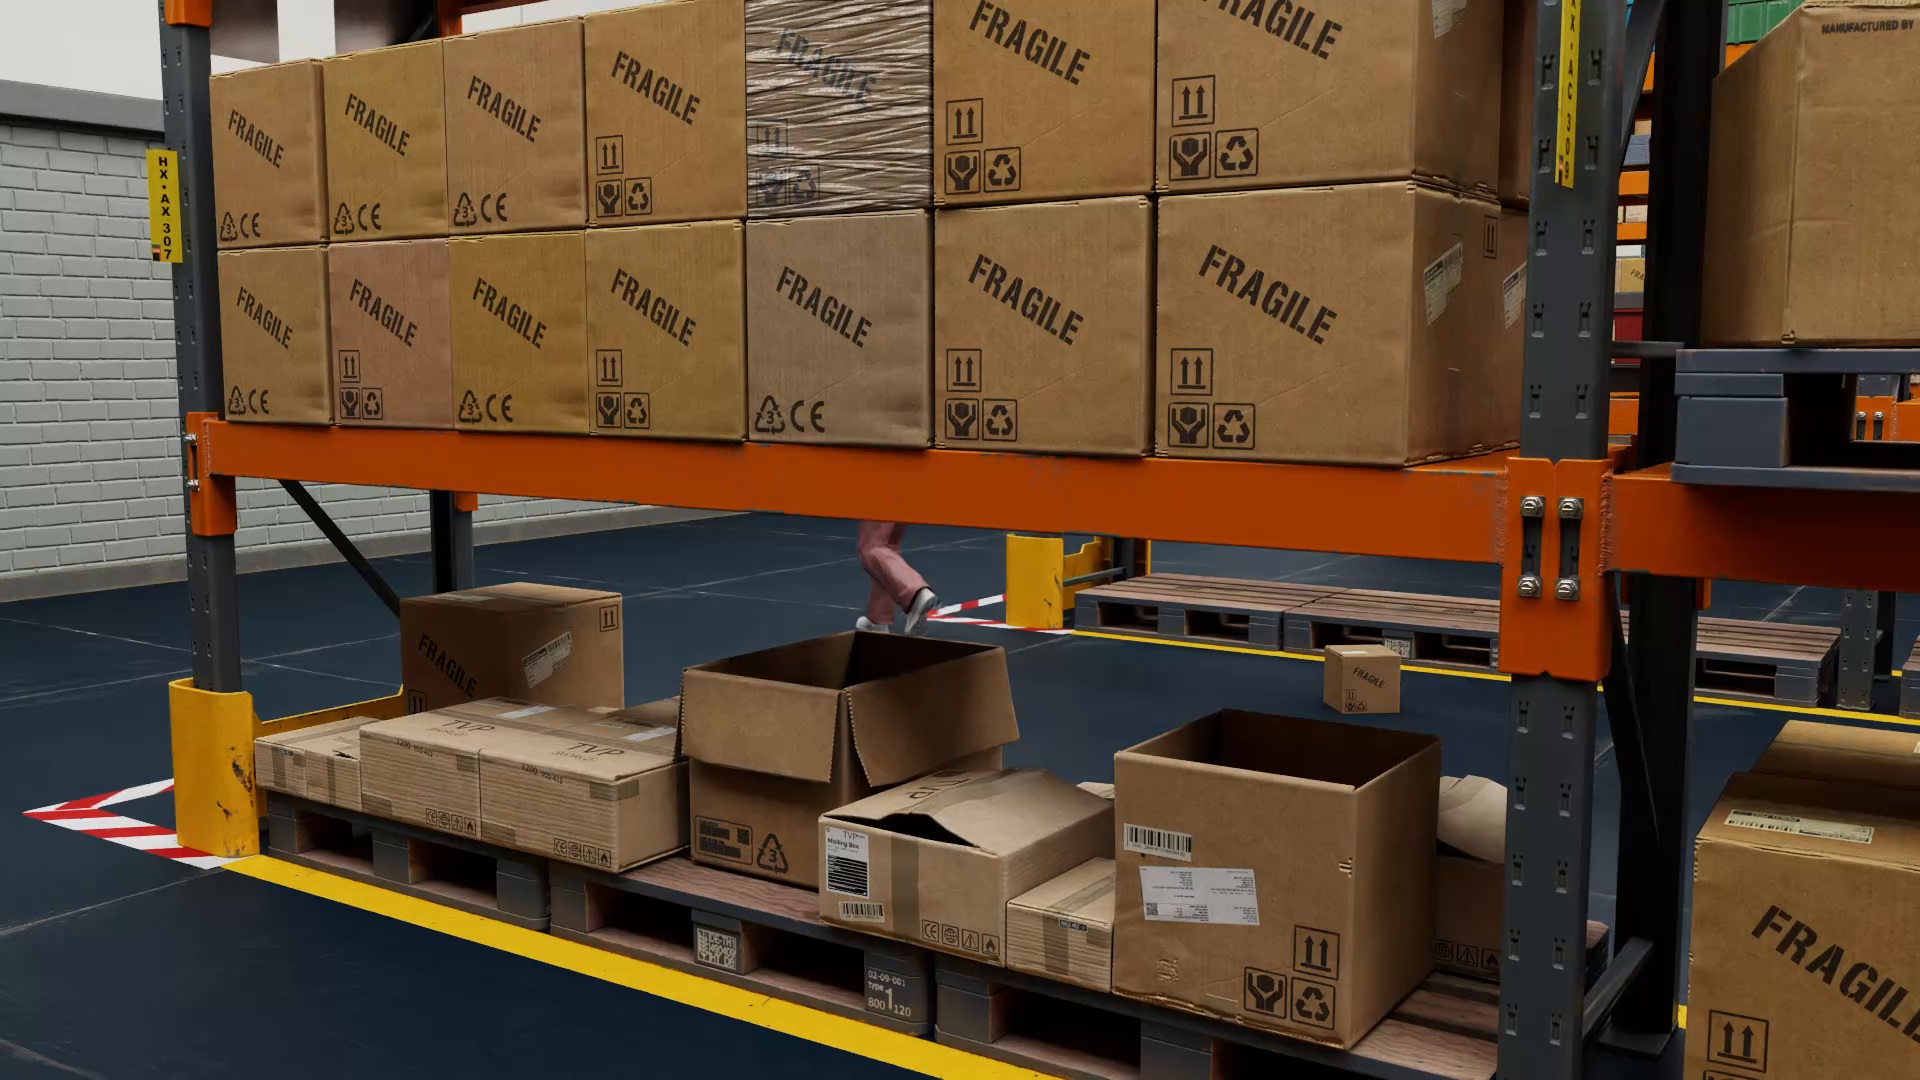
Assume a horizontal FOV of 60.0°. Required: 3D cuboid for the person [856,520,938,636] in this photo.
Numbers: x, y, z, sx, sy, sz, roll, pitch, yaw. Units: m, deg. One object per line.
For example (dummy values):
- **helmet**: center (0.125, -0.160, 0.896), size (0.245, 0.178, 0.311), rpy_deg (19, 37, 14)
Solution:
- **person**: center (-0.319, -0.166, 8.522), size (0.474, 1.384, 0.834), rpy_deg (-5, 8, -36)
